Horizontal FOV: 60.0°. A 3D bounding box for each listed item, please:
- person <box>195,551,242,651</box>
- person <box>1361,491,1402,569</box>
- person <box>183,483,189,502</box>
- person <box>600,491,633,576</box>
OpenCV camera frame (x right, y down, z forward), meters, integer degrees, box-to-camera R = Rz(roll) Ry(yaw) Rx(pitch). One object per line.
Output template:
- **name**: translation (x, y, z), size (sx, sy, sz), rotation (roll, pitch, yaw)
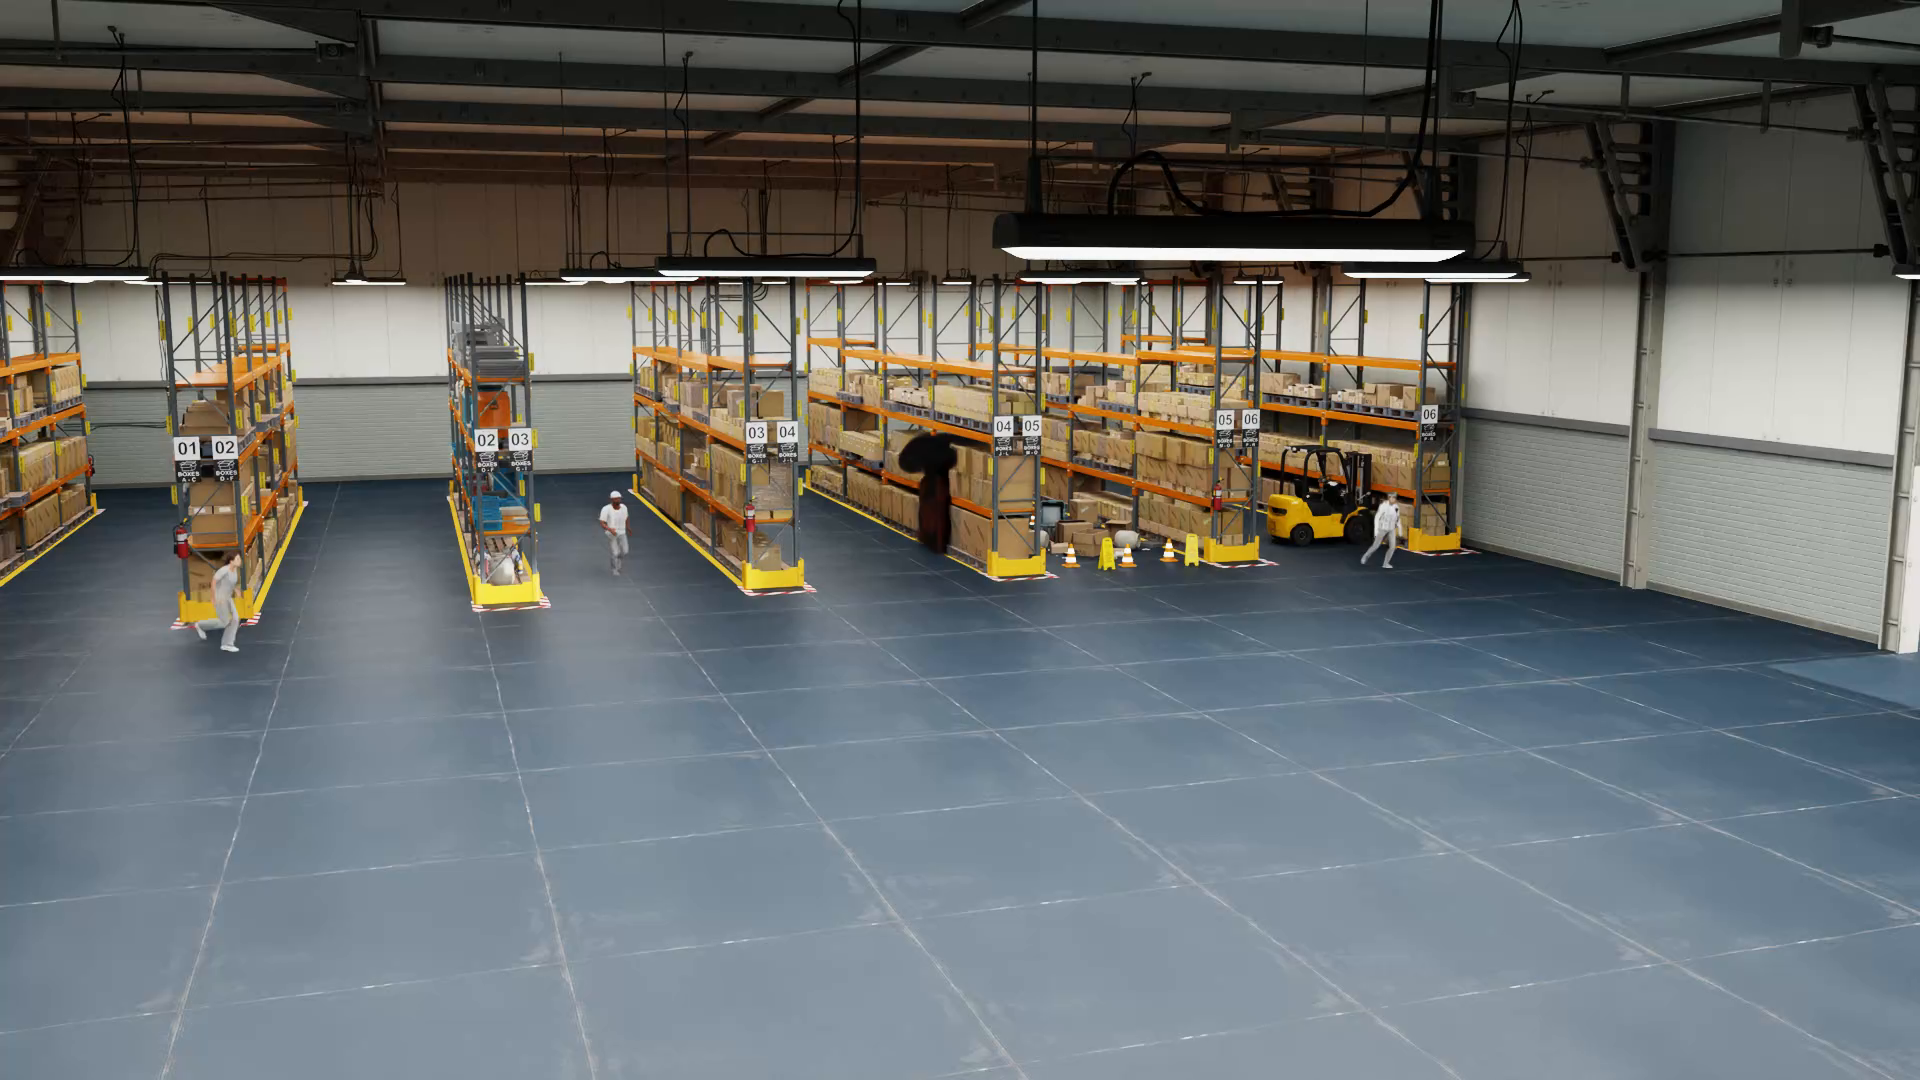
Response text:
- **person**: translation (-11.803, 0.977, 26.493), size (0.796, 1.610, 0.564), rotation (0, 9, 1)
- **person**: translation (8.710, -0.236, 34.284), size (0.709, 1.608, 0.656), rotation (-2, 9, -14)
- **person**: translation (-20.512, -1.856, 44.365), size (0.805, 1.846, 0.643), rotation (-3, 9, -21)
- **person**: translation (-6.870, -0.131, 33.287), size (0.688, 1.708, 0.630), rotation (-6, 11, -36)
